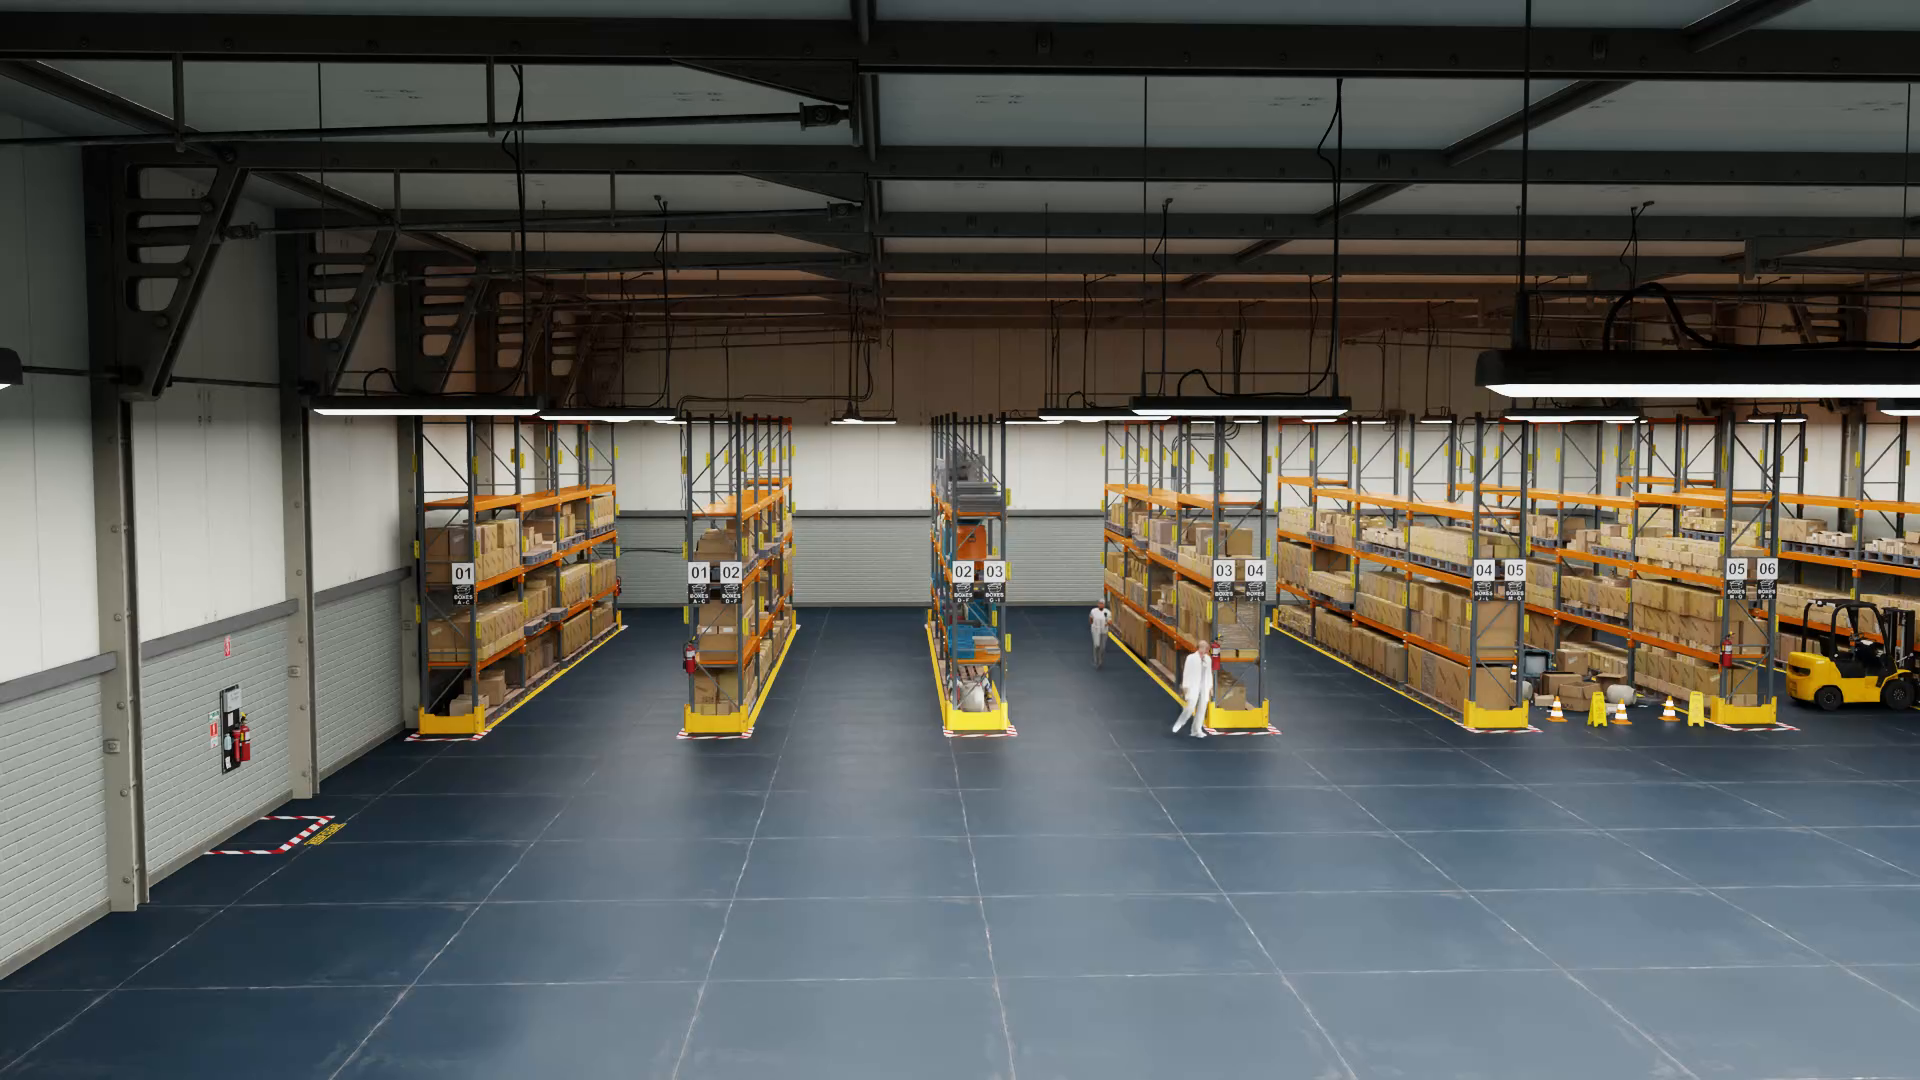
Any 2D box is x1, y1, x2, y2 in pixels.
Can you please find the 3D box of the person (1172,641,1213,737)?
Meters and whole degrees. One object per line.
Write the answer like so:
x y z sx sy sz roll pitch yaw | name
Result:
4.326 2.736 30.721 0.745 1.771 0.602 -2 4 -27 | person

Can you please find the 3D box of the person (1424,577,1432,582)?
12.304 1.859 43.860 0.653 1.749 0.905 -1 4 -18 | person

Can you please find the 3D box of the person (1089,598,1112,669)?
3.357 2.223 39.588 0.493 1.683 0.801 0 4 -7 | person
